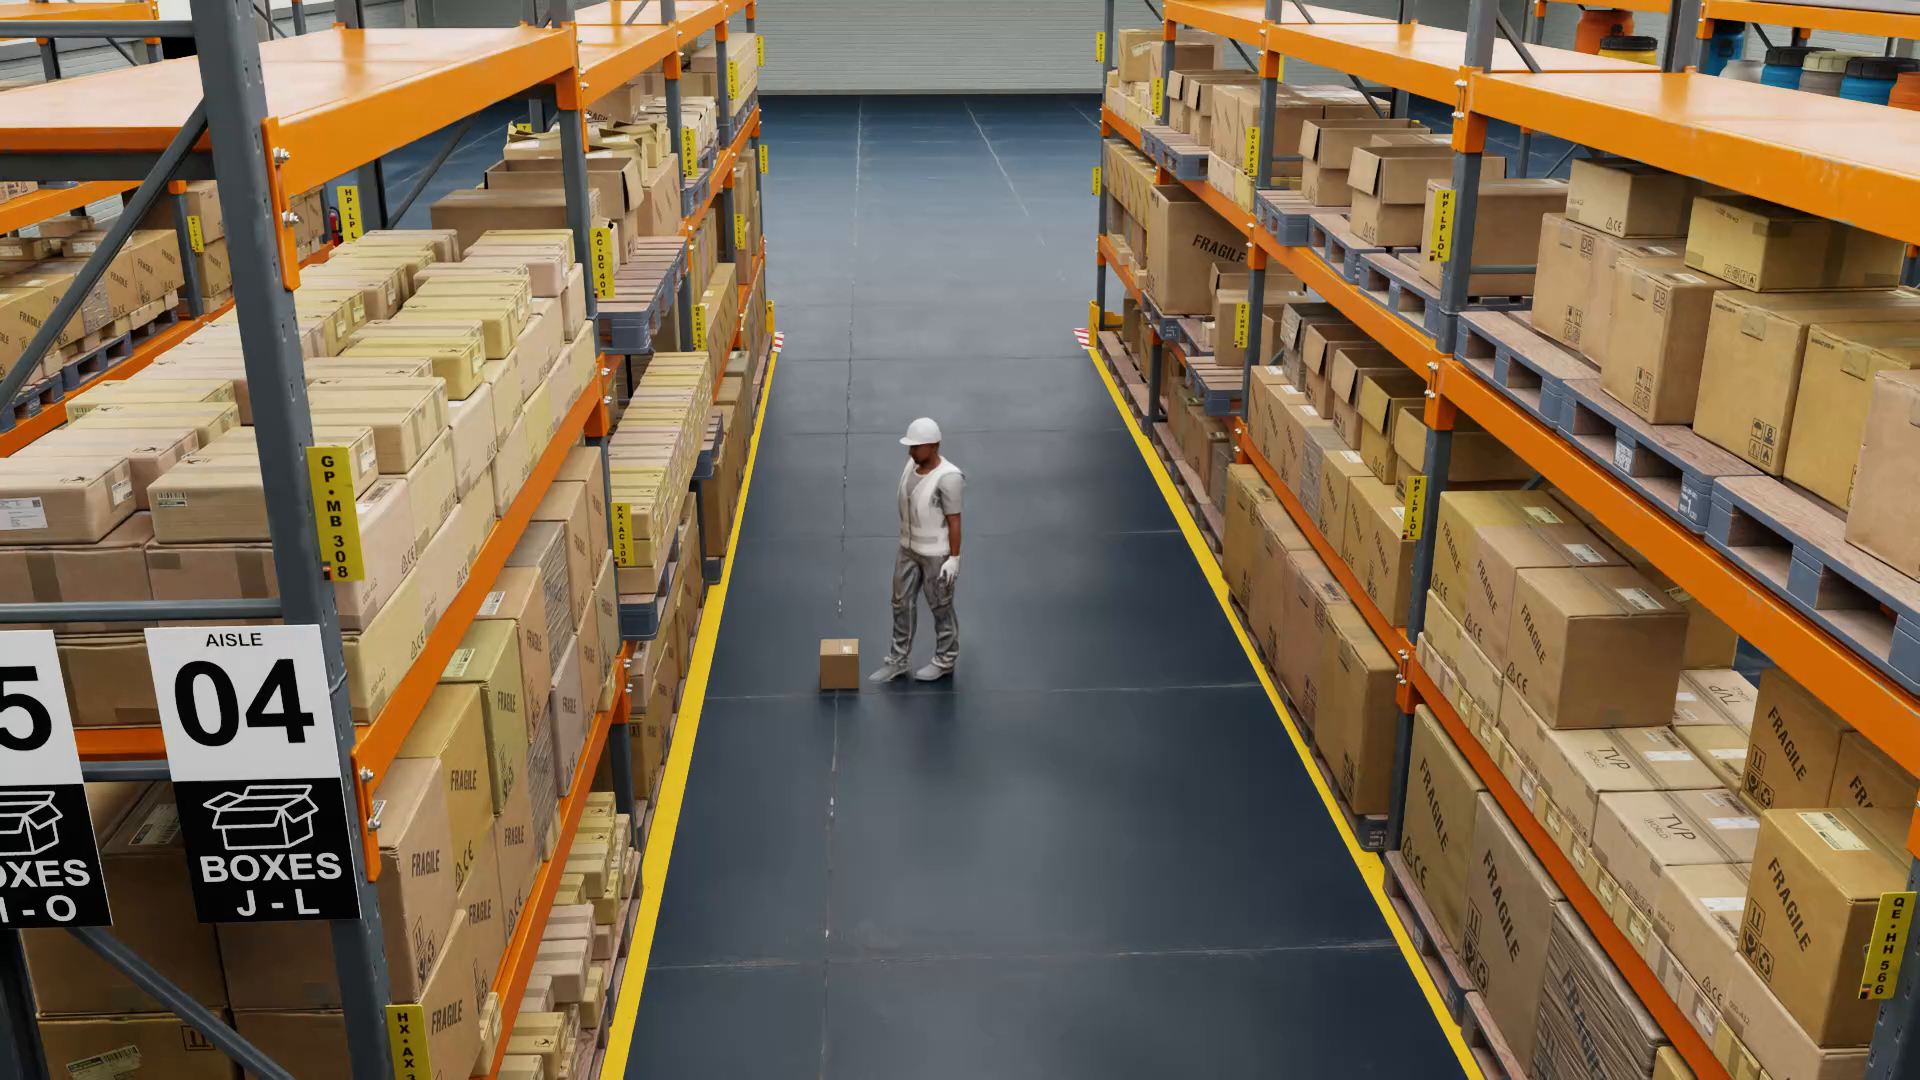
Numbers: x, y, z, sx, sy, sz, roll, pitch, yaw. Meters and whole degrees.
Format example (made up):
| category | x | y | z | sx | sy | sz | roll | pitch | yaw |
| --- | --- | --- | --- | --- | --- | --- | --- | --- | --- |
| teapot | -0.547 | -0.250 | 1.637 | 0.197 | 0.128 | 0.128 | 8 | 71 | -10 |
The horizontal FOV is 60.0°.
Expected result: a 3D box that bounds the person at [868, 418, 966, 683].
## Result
| category | x | y | z | sx | sy | sz | roll | pitch | yaw |
| --- | --- | --- | --- | --- | --- | --- | --- | --- | --- |
| person | -0.278 | 0.100 | 10.781 | 0.566 | 1.808 | 0.584 | -15 | 25 | -35 |
